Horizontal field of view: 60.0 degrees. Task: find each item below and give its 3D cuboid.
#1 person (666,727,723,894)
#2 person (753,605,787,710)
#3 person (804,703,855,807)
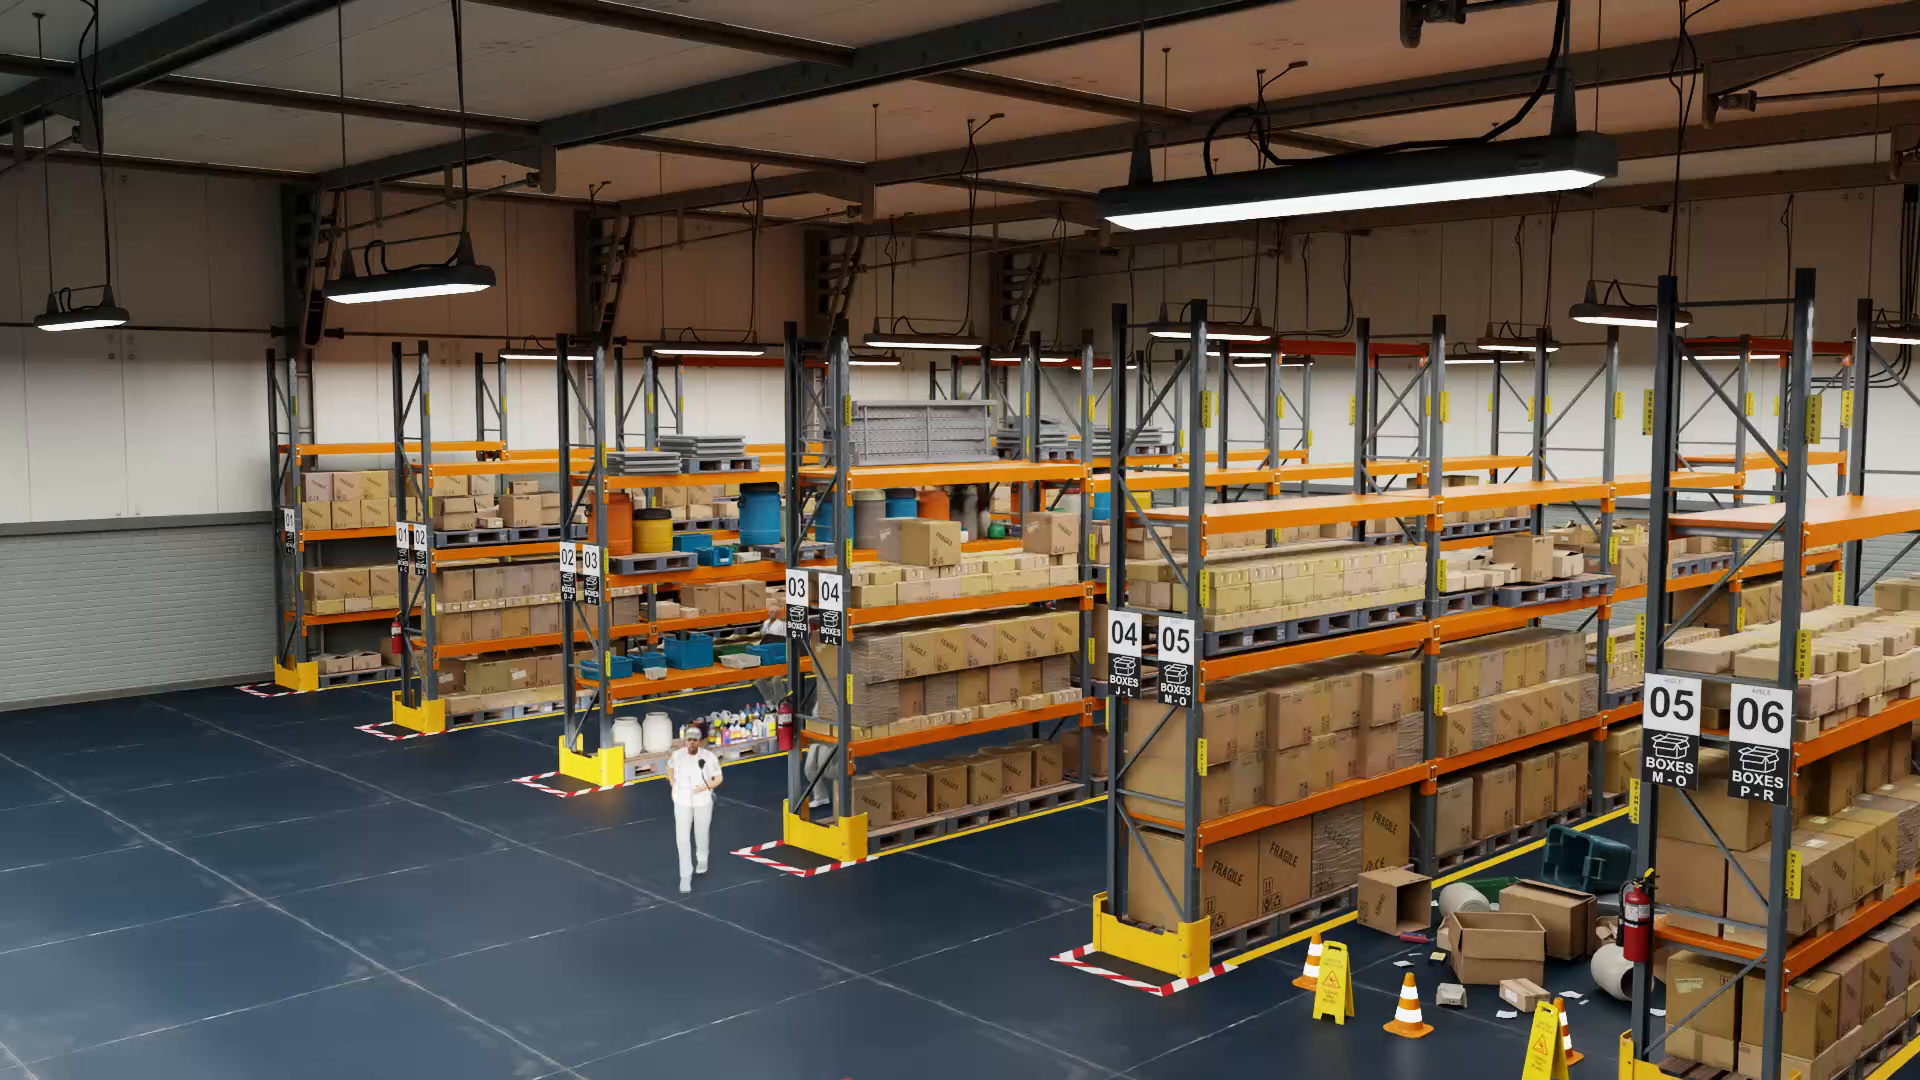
[{"bbox_3d":[-2.819,2.815,17.639,0.614,1.709,0.799,0,5,-2],"label":"person"},{"bbox_3d":[-3.078,1.991,27.084,0.680,1.690,0.745,3,6,34],"label":"person"},{"bbox_3d":[-1.663,2.548,21.073,0.639,1.616,0.580,-4,7,-42],"label":"person"}]
